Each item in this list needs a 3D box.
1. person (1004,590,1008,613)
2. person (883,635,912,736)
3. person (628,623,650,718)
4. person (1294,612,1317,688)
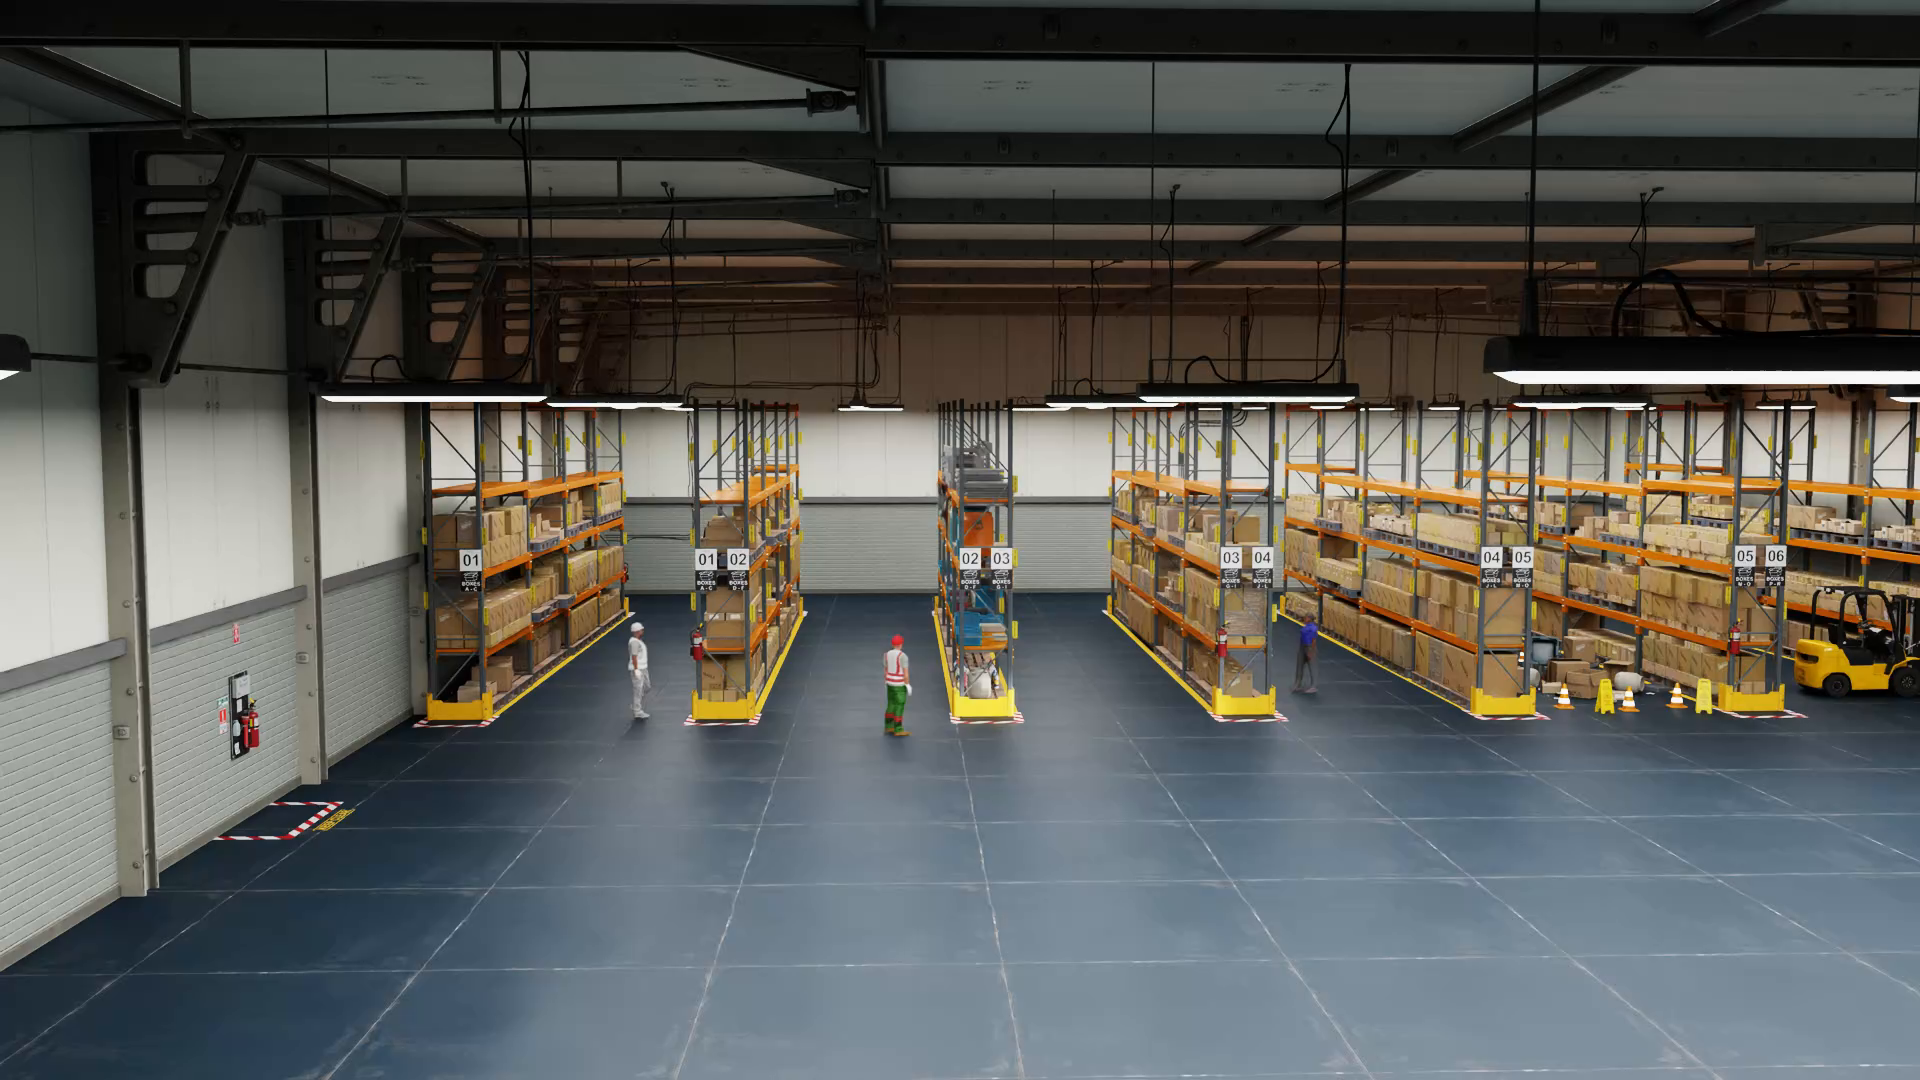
[{"bbox_3d":[1.260,1.254,47.812,0.605,1.679,1.018,-1,4,-11],"label":"person"},{"bbox_3d":[-1.121,2.587,29.669,0.415,1.808,0.660,-3,5,-36],"label":"person"},{"bbox_3d":[-6.081,2.449,31.431,0.498,1.791,0.633,0,4,4],"label":"person"},{"bbox_3d":[7.136,2.301,34.232,0.313,1.488,0.518,-3,5,-35],"label":"person"}]
